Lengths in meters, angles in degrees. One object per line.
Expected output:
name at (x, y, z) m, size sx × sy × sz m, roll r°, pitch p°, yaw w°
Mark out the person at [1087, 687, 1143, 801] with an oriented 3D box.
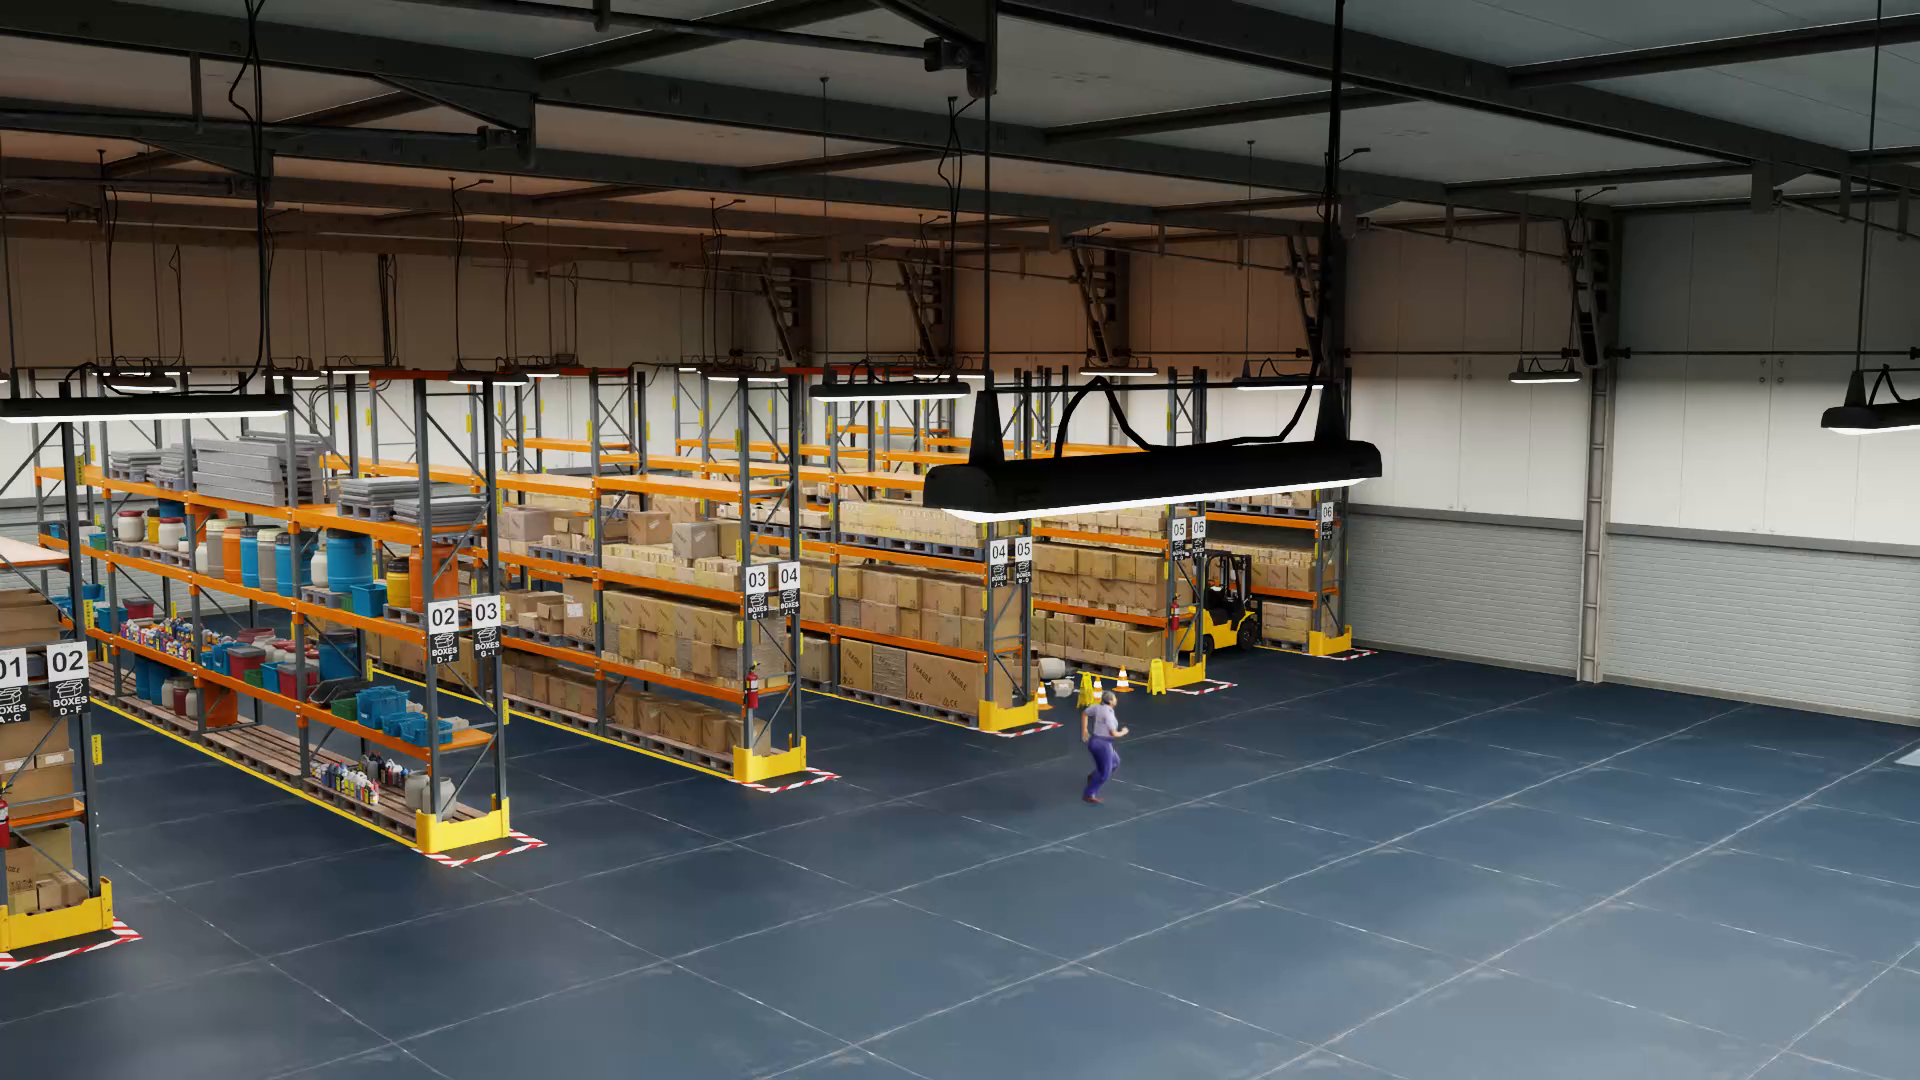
person at (2.169, 2.900, 23.376) m, size 0.822 × 1.666 × 0.627 m, roll -2°, pitch 7°, yaw -17°
